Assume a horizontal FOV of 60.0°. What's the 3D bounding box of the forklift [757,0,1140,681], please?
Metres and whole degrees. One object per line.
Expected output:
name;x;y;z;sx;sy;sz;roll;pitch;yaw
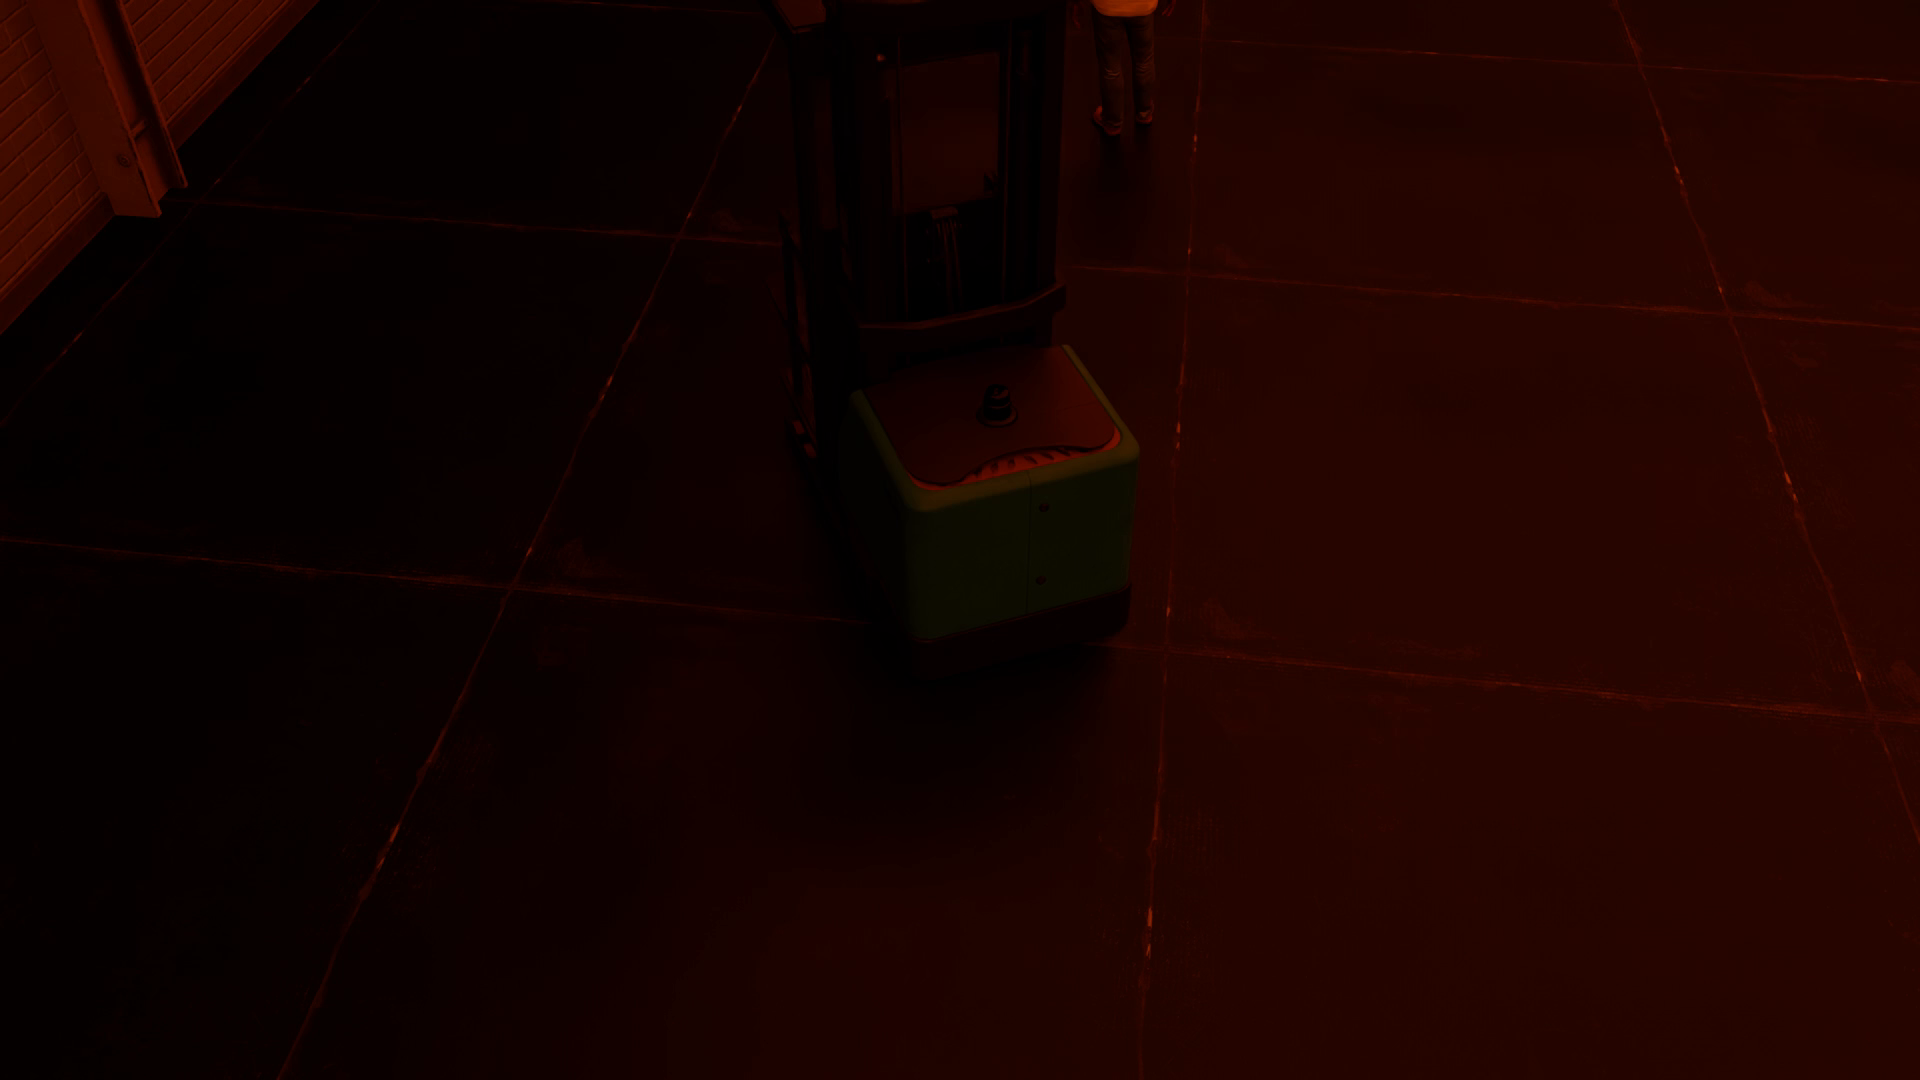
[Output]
forklift;-0.234;-1.487;7.343;1.130;2.935;3.031;-14;44;-15

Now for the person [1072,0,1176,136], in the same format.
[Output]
person;0.992;-3.338;10.208;0.665;1.766;0.577;-5;43;-6
